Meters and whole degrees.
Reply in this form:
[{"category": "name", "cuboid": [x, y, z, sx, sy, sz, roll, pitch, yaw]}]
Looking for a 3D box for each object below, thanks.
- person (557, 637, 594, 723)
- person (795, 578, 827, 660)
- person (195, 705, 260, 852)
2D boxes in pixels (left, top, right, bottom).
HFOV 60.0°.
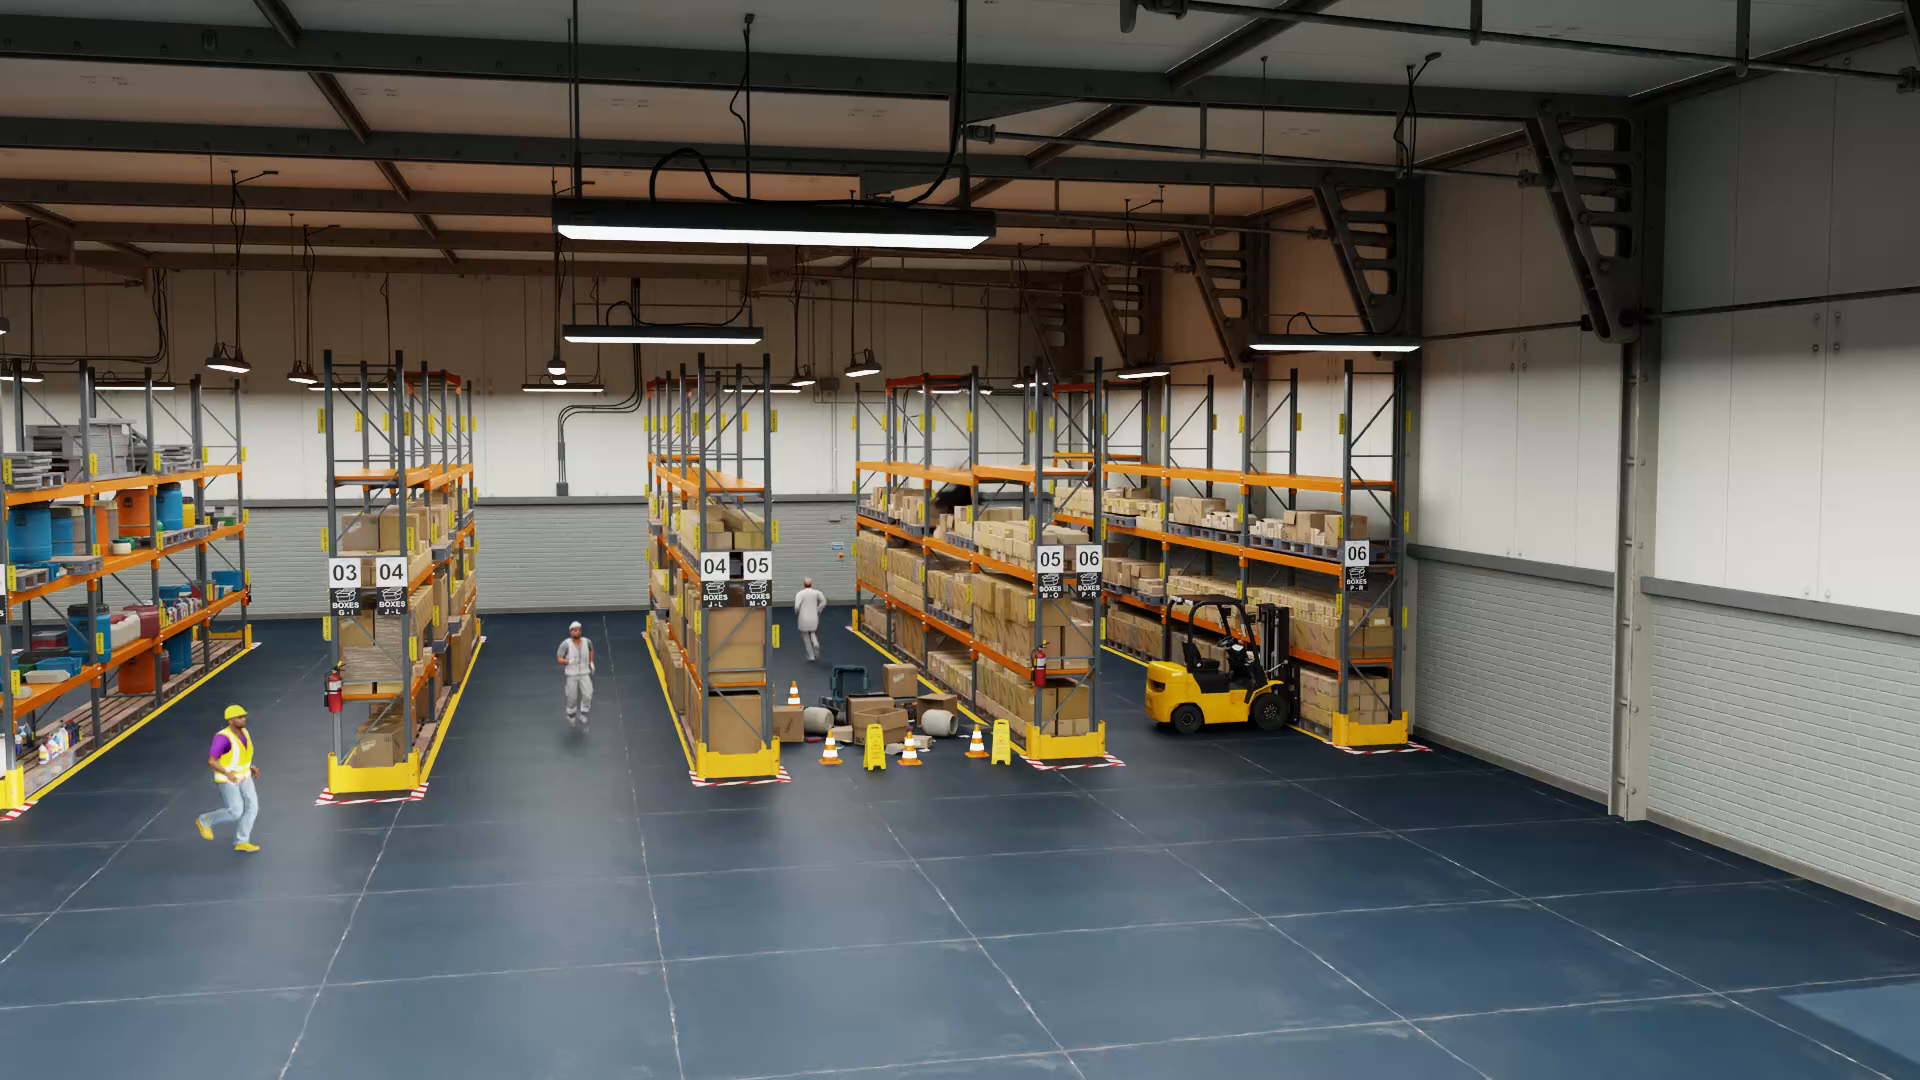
[{"category": "person", "cuboid": [-6.210, 2.279, 26.982, 0.639, 1.441, 0.736, -2, 4, -25]}, {"category": "person", "cuboid": [-3.229, 1.666, 35.385, 0.685, 1.735, 0.619, -2, 4, -26]}, {"category": "person", "cuboid": [-8.579, 2.788, 19.503, 0.748, 1.723, 0.690, 1, 4, 14]}]
